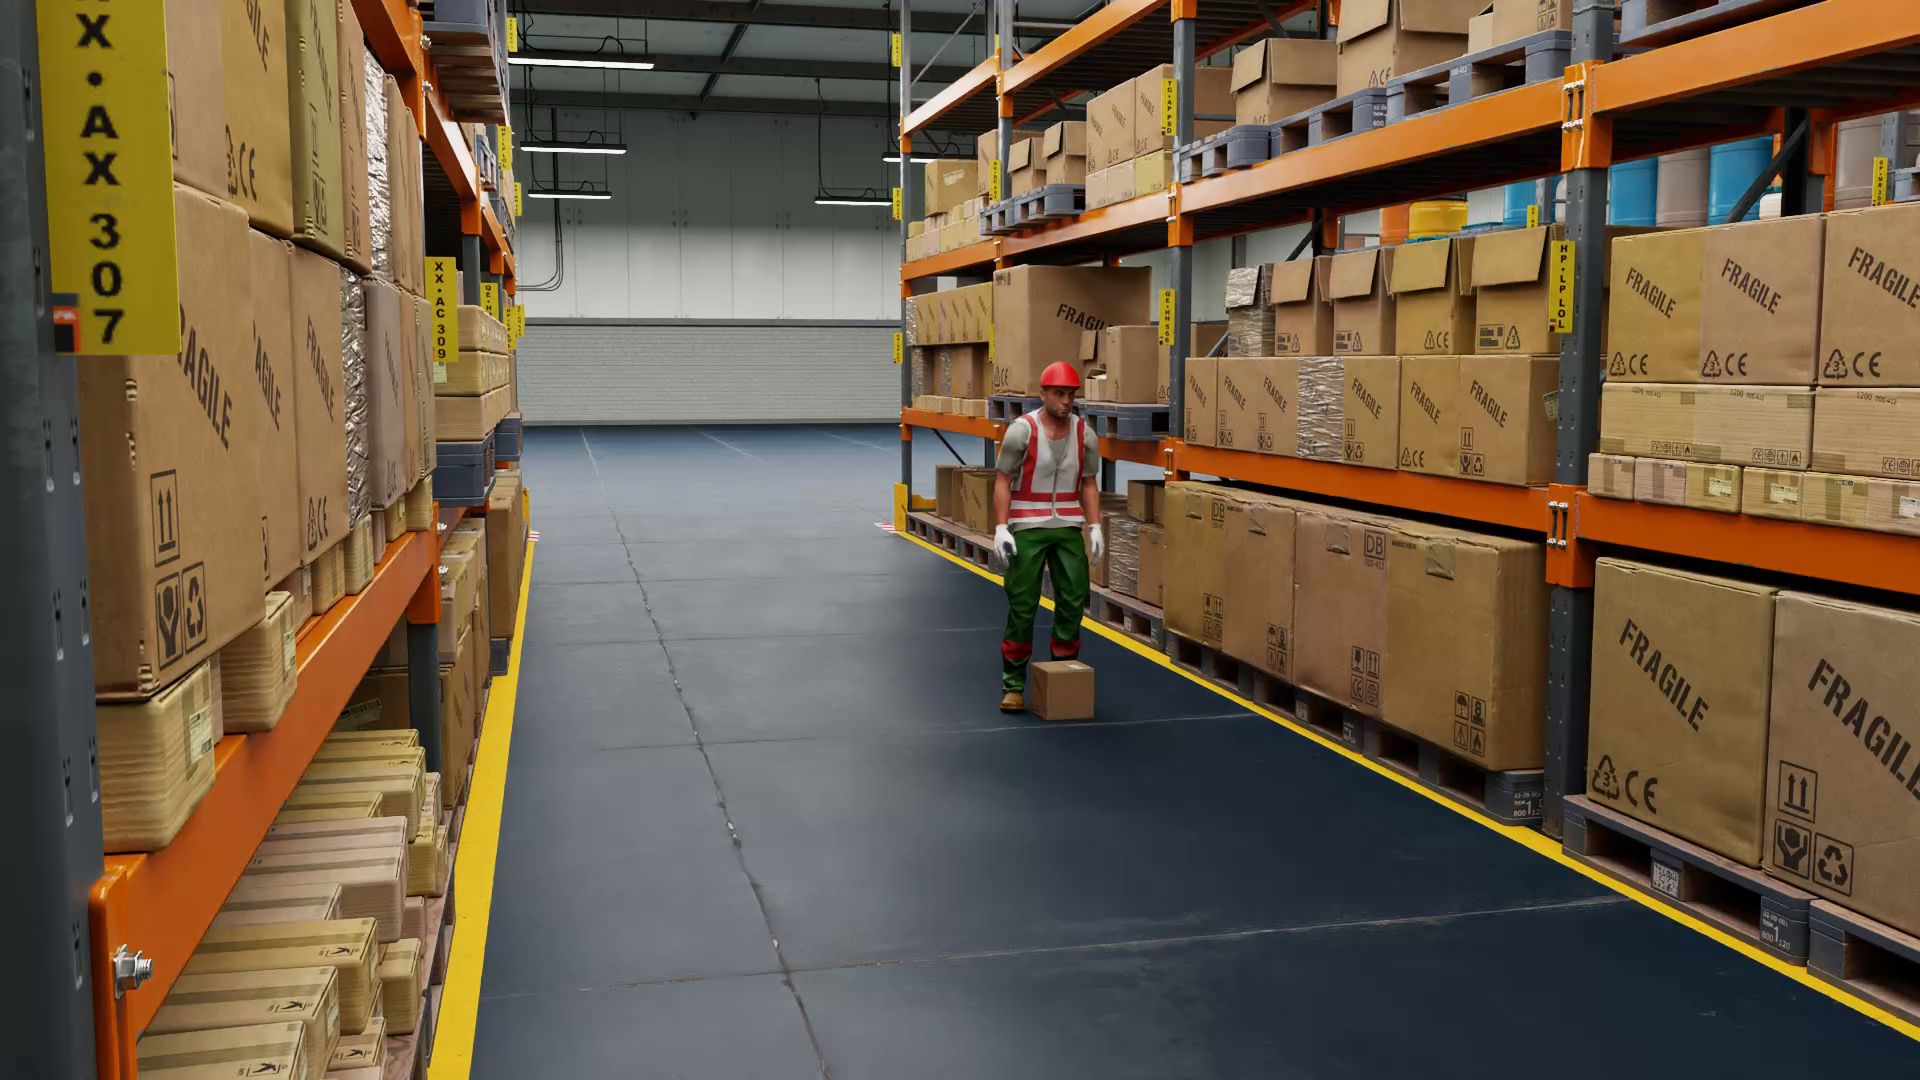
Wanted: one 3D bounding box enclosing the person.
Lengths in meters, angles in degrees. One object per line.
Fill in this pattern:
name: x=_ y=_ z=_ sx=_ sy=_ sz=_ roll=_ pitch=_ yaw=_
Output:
person: x=0.459 y=-0.022 z=8.540 sx=0.611 sy=1.778 sz=0.451 roll=-2 pitch=6 yaw=-17
